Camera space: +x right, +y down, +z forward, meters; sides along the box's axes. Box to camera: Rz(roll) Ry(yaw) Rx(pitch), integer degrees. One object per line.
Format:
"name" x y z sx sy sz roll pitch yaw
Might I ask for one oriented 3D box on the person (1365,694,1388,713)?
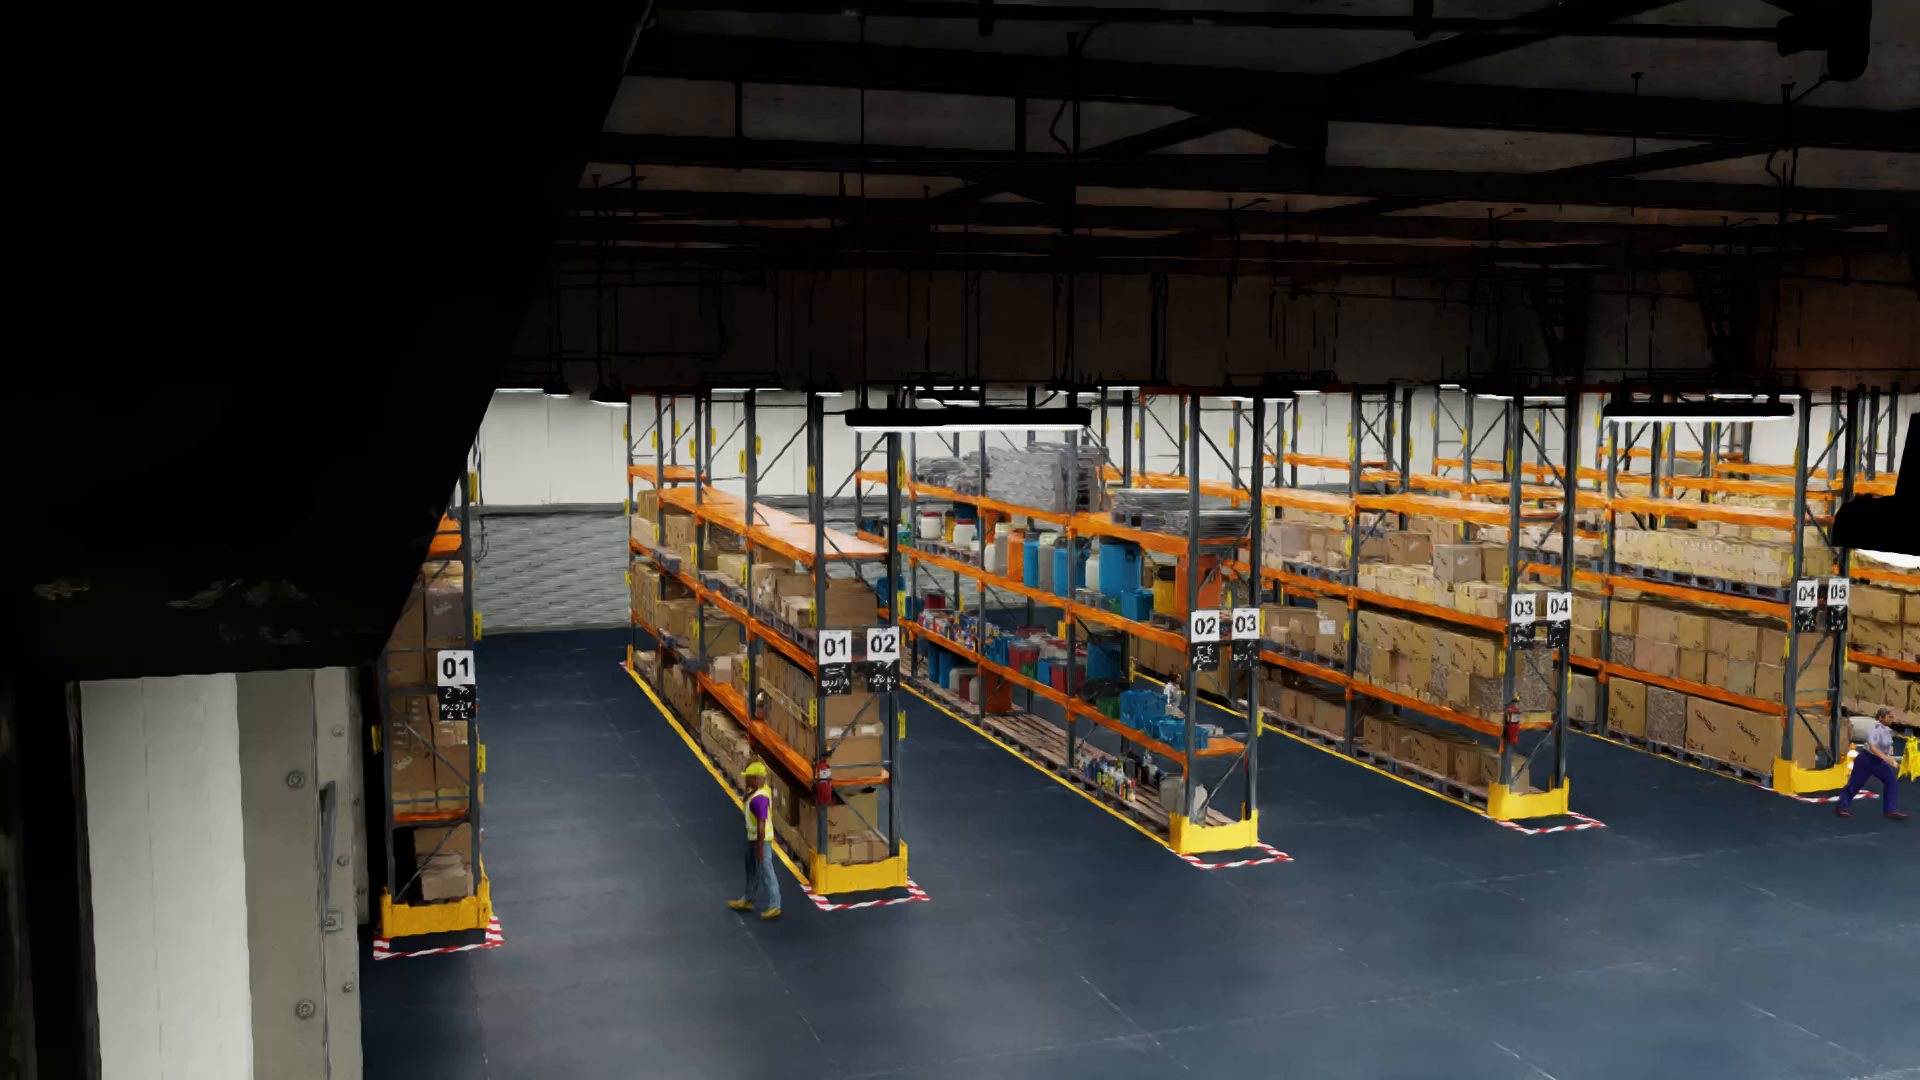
"person" 7.712 2.332 30.440 0.677 1.740 0.552 -2 6 -20

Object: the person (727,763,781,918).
"person" -2.404 3.450 19.325 0.618 1.760 0.797 -1 6 -10

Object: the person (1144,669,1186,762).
"person" 3.349 2.807 26.689 0.756 1.532 0.567 5 8 40

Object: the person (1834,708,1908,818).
"person" 12.849 3.121 23.422 0.653 1.580 0.809 -5 7 -37
